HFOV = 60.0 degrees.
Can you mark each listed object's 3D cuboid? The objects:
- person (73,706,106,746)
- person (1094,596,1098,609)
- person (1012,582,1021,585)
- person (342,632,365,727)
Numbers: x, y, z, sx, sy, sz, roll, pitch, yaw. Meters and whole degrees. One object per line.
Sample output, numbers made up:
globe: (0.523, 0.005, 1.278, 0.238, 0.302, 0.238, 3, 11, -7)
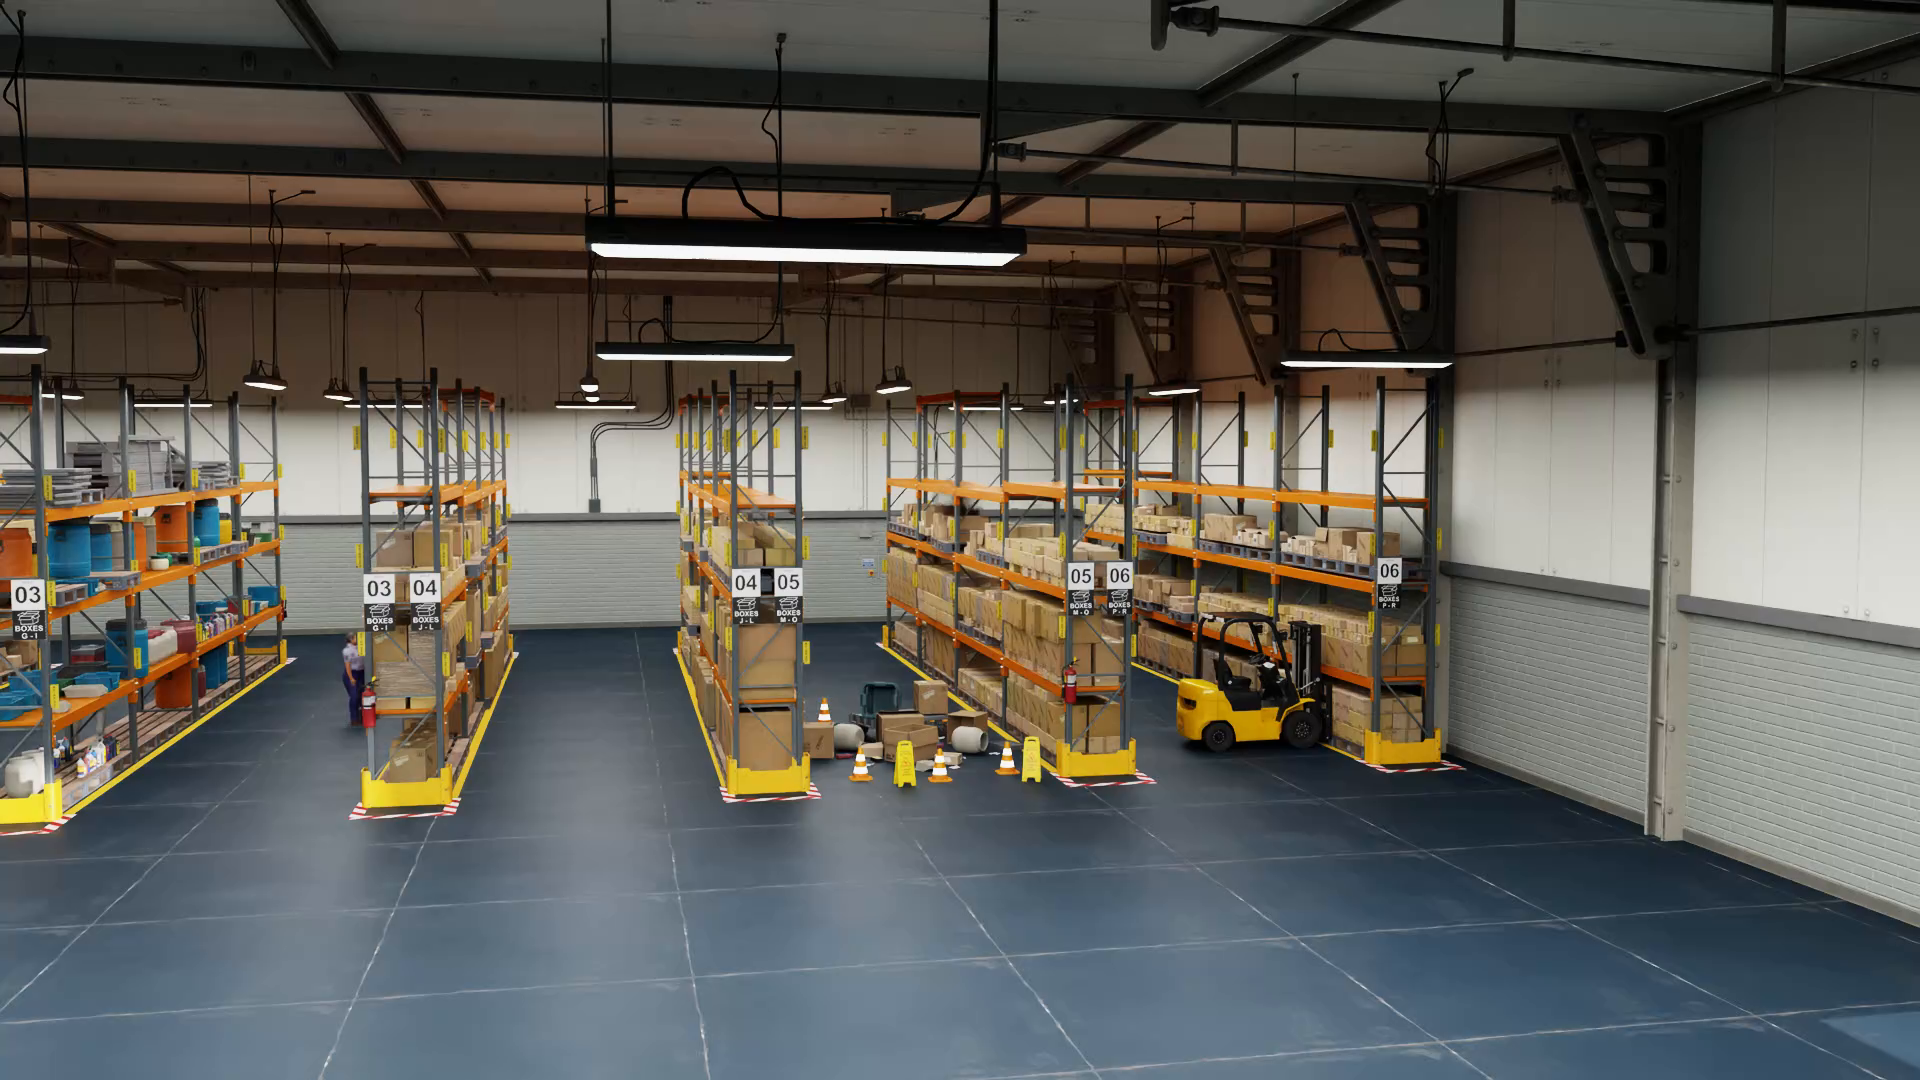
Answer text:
person: (-14.159, 2.560, 26.976, 0.539, 1.661, 0.538, -1, 3, -9)
person: (2.819, 1.901, 36.264, 0.395, 1.590, 0.461, 0, 3, -3)
person: (1.331, 1.828, 39.078, 0.332, 1.692, 0.506, -1, 4, -24)
person: (-10.654, 2.470, 29.413, 0.489, 1.702, 0.491, 1, 4, 18)
